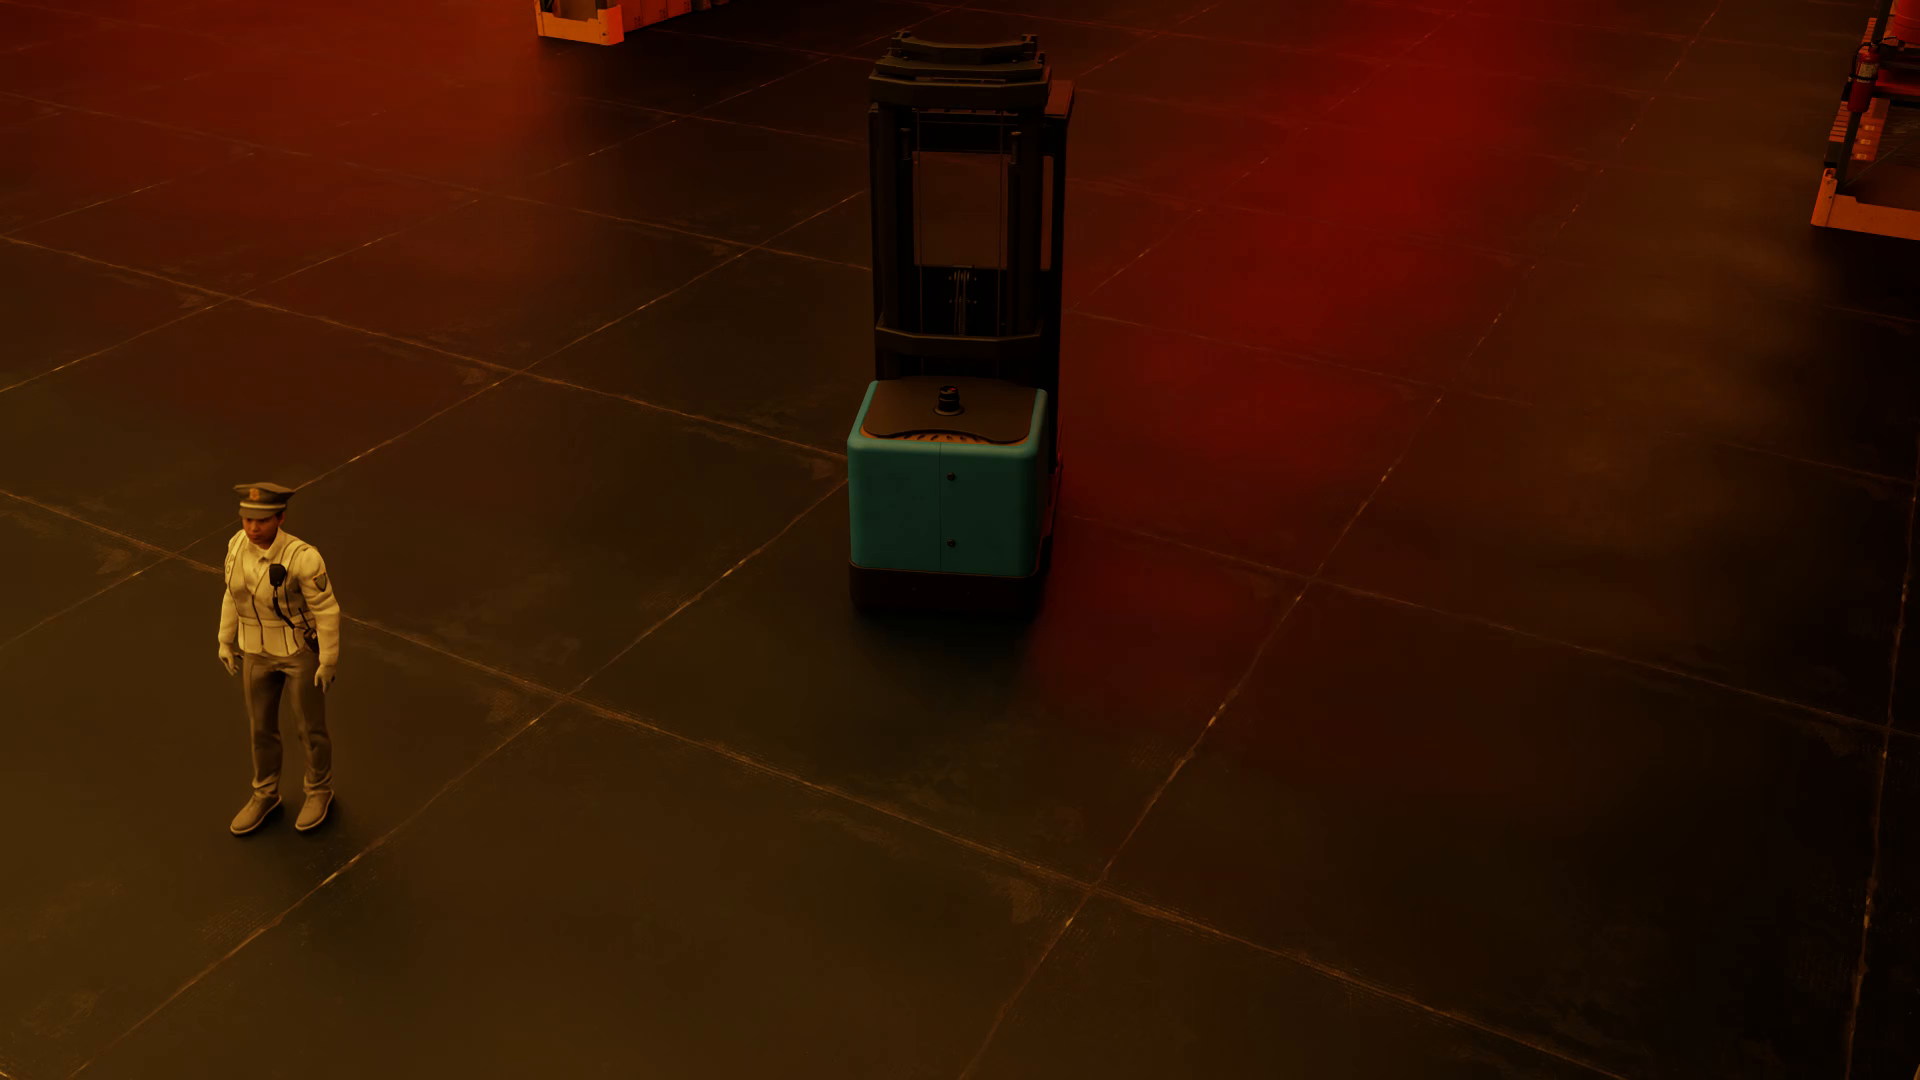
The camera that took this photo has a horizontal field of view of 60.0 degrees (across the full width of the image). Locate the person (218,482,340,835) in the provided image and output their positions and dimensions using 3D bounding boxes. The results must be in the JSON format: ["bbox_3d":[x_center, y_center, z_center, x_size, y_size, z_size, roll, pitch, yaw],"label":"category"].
[{"bbox_3d":[-3.039,0.529,7.382,0.576,1.700,0.521,7,31,11],"label":"person"}]

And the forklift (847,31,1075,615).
[{"bbox_3d":[0.072,-1.572,9.794,1.130,2.935,3.031,3,30,6],"label":"forklift"}]
